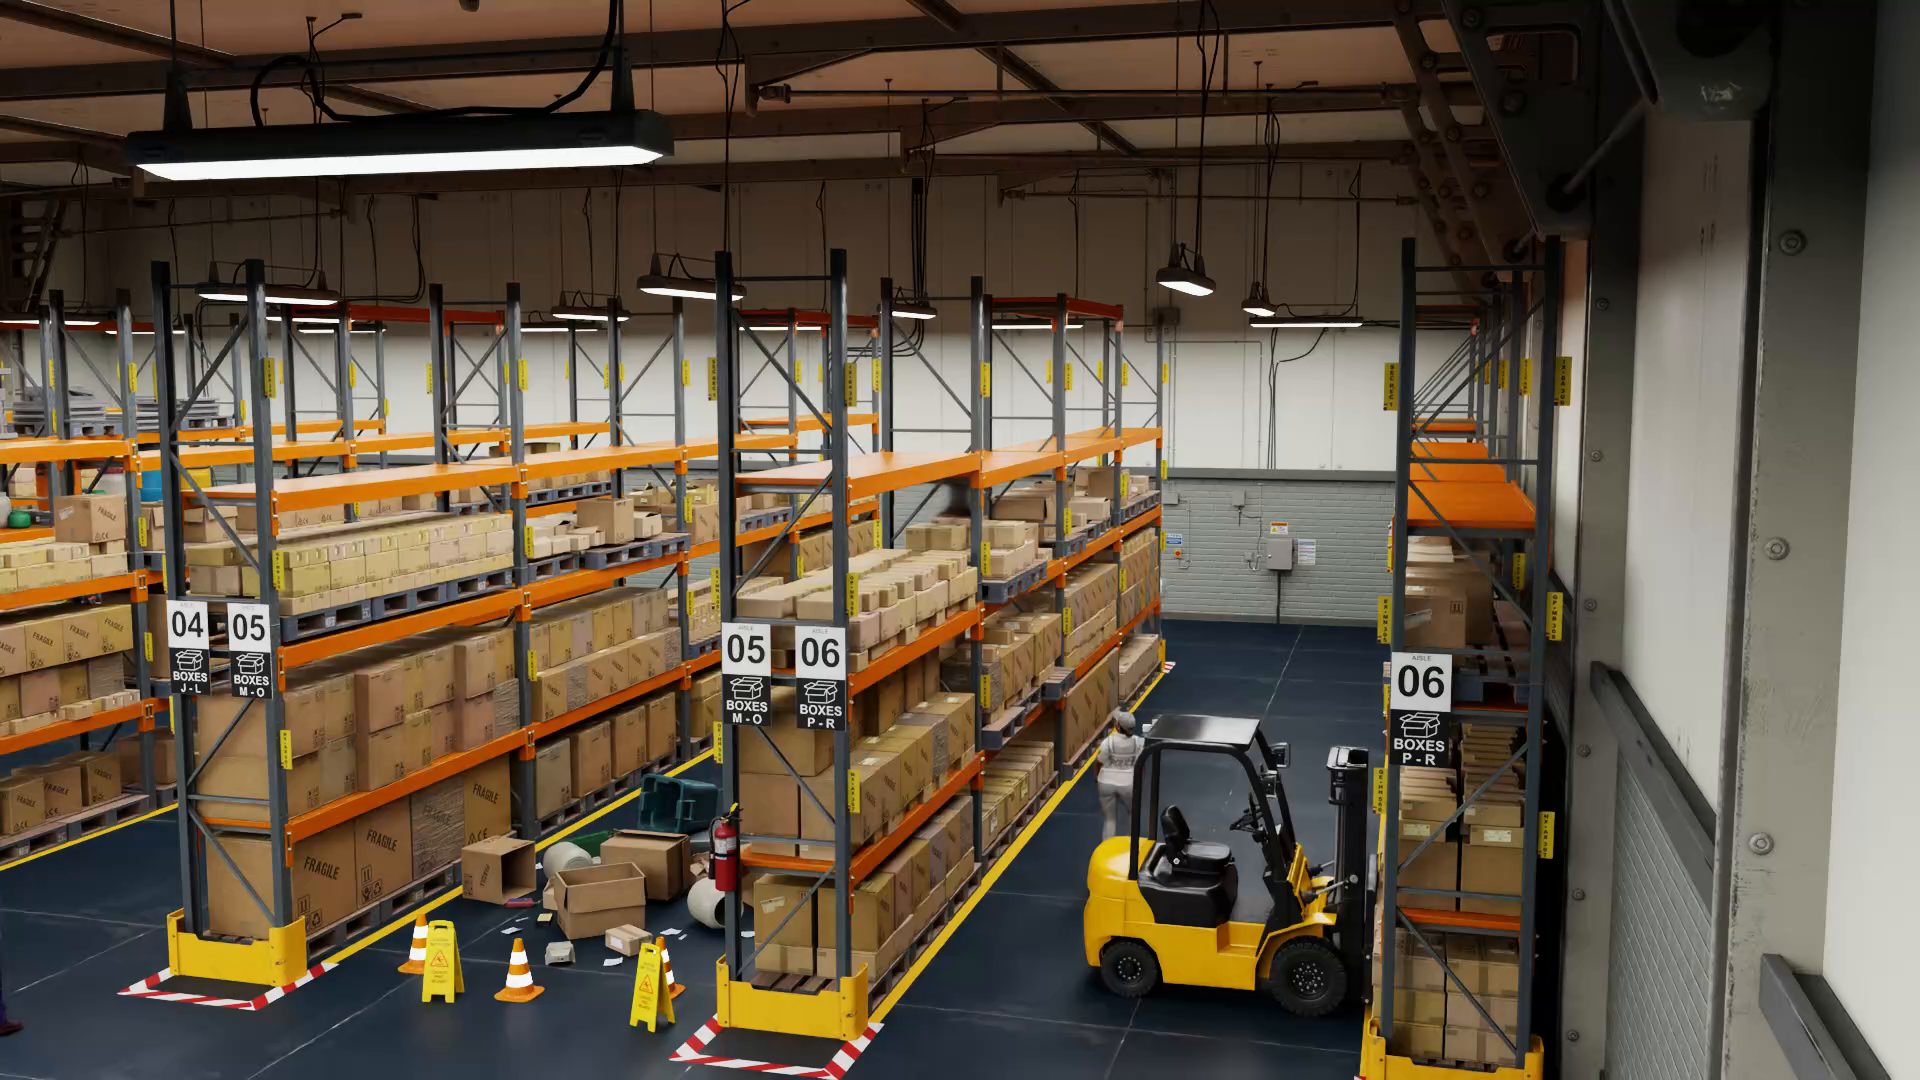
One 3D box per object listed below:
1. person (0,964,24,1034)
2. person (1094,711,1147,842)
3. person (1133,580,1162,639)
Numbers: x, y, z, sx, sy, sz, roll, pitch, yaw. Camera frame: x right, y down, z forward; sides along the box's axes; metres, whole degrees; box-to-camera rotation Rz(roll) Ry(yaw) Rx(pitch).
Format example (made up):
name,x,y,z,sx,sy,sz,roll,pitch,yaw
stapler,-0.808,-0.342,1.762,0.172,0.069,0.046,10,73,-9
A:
name,x,y,z,sx,sy,sz,roll,pitch,yaw
person,-7.597,3.004,12.803,0.512,1.648,0.511,3,7,29
person,1.637,2.548,17.097,0.571,1.655,0.743,1,6,13
person,3.260,1.205,29.417,0.745,1.669,0.526,-4,7,-33
